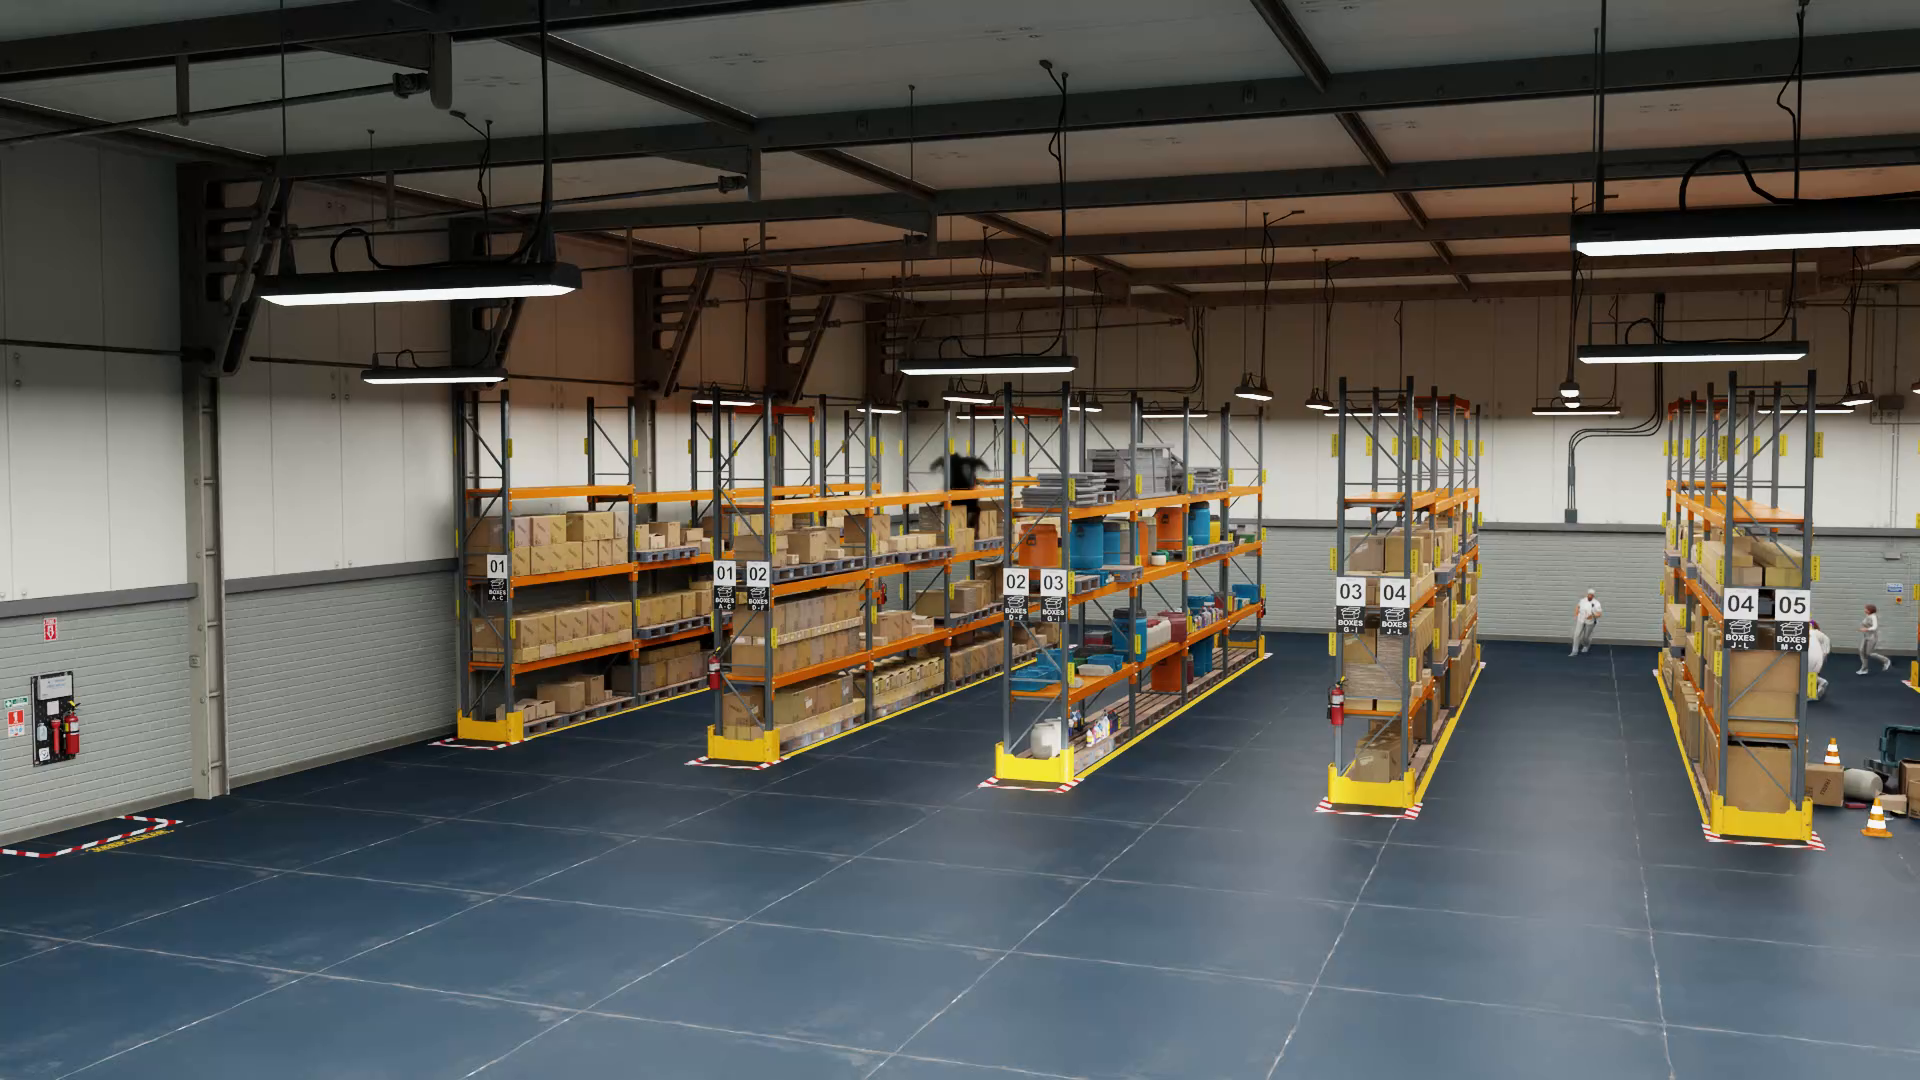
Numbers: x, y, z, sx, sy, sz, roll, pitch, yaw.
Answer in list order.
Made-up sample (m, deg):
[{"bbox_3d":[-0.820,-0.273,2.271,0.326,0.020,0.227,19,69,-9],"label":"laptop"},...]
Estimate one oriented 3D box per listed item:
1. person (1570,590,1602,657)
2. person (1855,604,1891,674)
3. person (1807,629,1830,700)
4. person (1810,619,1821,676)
[{"bbox_3d":[15.091,1.991,39.963,0.641,1.624,0.855,2,4,35],"label":"person"},{"bbox_3d":[20.155,2.190,36.724,0.726,1.568,0.538,1,3,9],"label":"person"},{"bbox_3d":[16.984,2.397,33.090,0.734,1.588,0.905,0,3,-8],"label":"person"},{"bbox_3d":[18.046,2.256,35.590,0.741,1.574,0.813,-2,4,-32],"label":"person"}]
